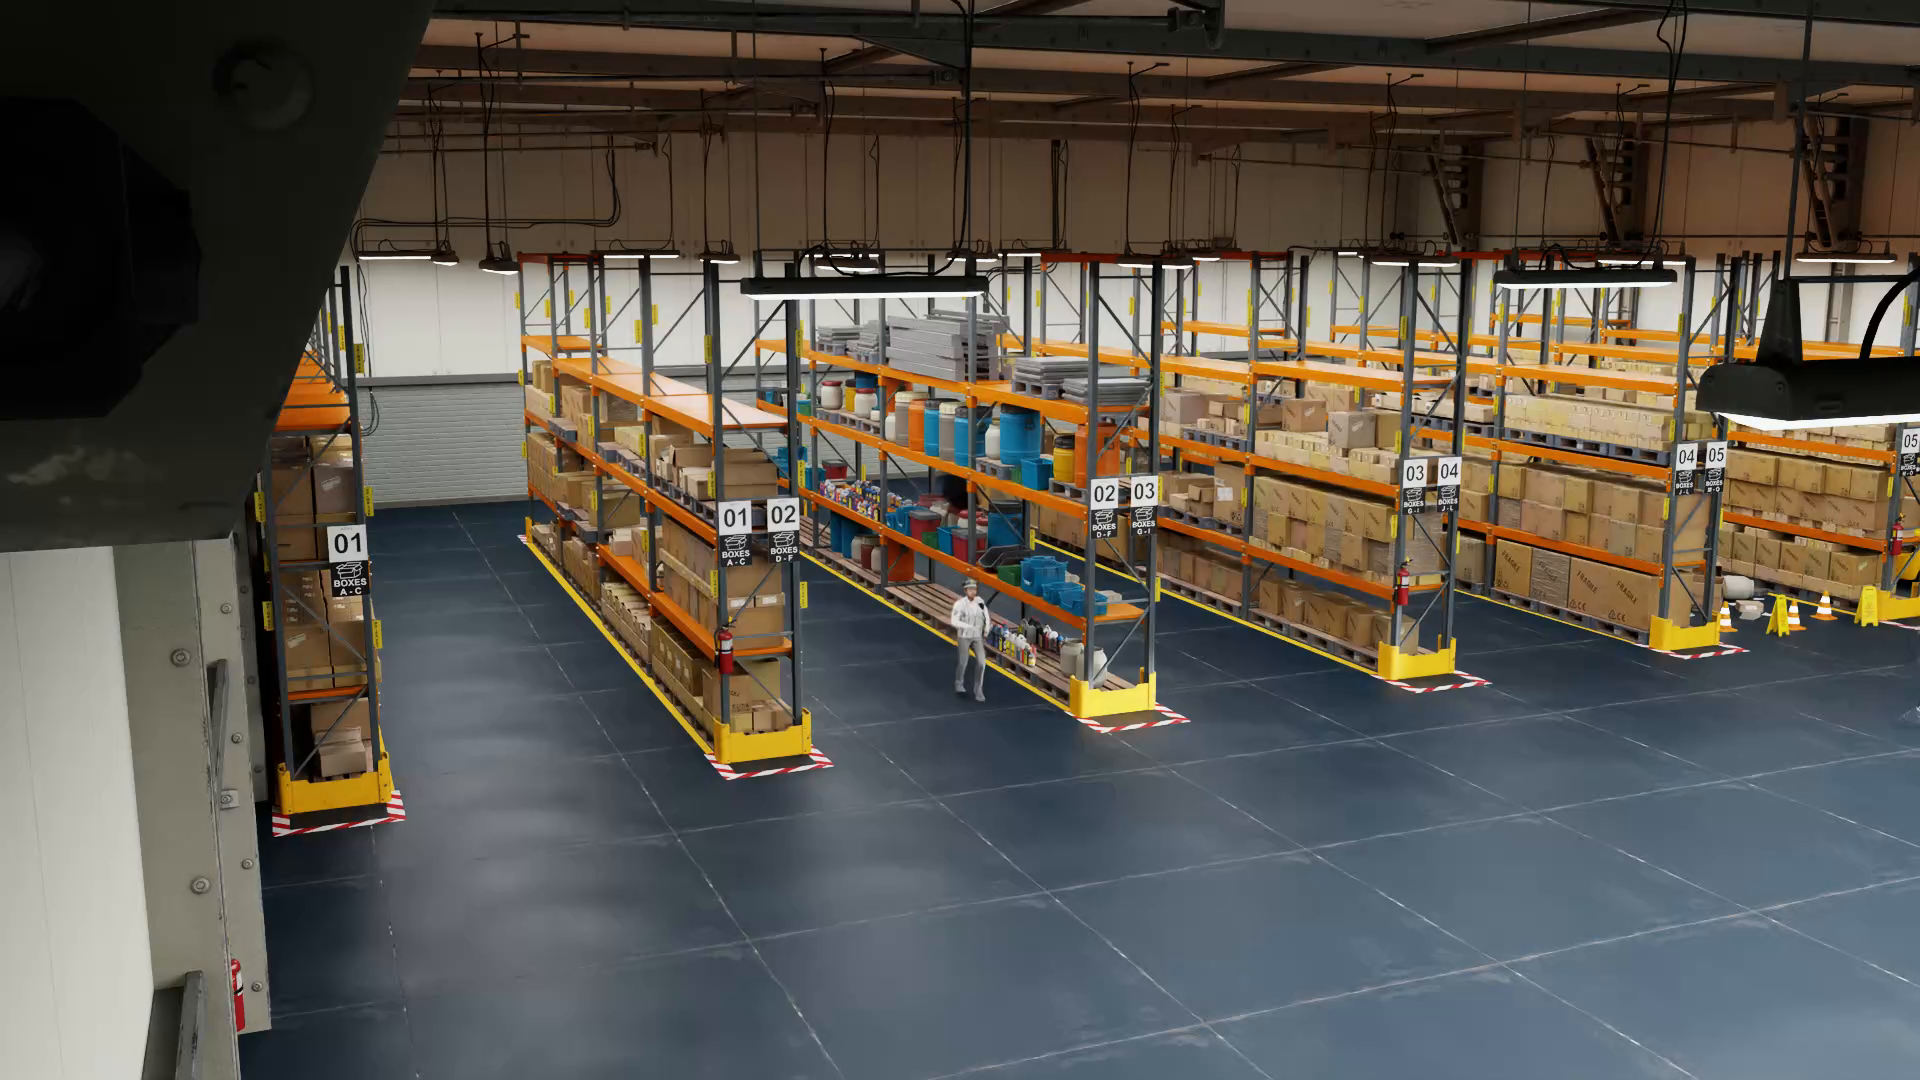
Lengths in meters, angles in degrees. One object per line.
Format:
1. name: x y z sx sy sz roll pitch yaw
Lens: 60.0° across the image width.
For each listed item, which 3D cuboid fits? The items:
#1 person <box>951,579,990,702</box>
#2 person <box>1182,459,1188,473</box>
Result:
1. person: 0.153 1.384 22.891 0.632 1.764 0.722 -4 11 -21
2. person: 5.678 -2.123 41.885 0.797 1.706 0.743 10 14 43
